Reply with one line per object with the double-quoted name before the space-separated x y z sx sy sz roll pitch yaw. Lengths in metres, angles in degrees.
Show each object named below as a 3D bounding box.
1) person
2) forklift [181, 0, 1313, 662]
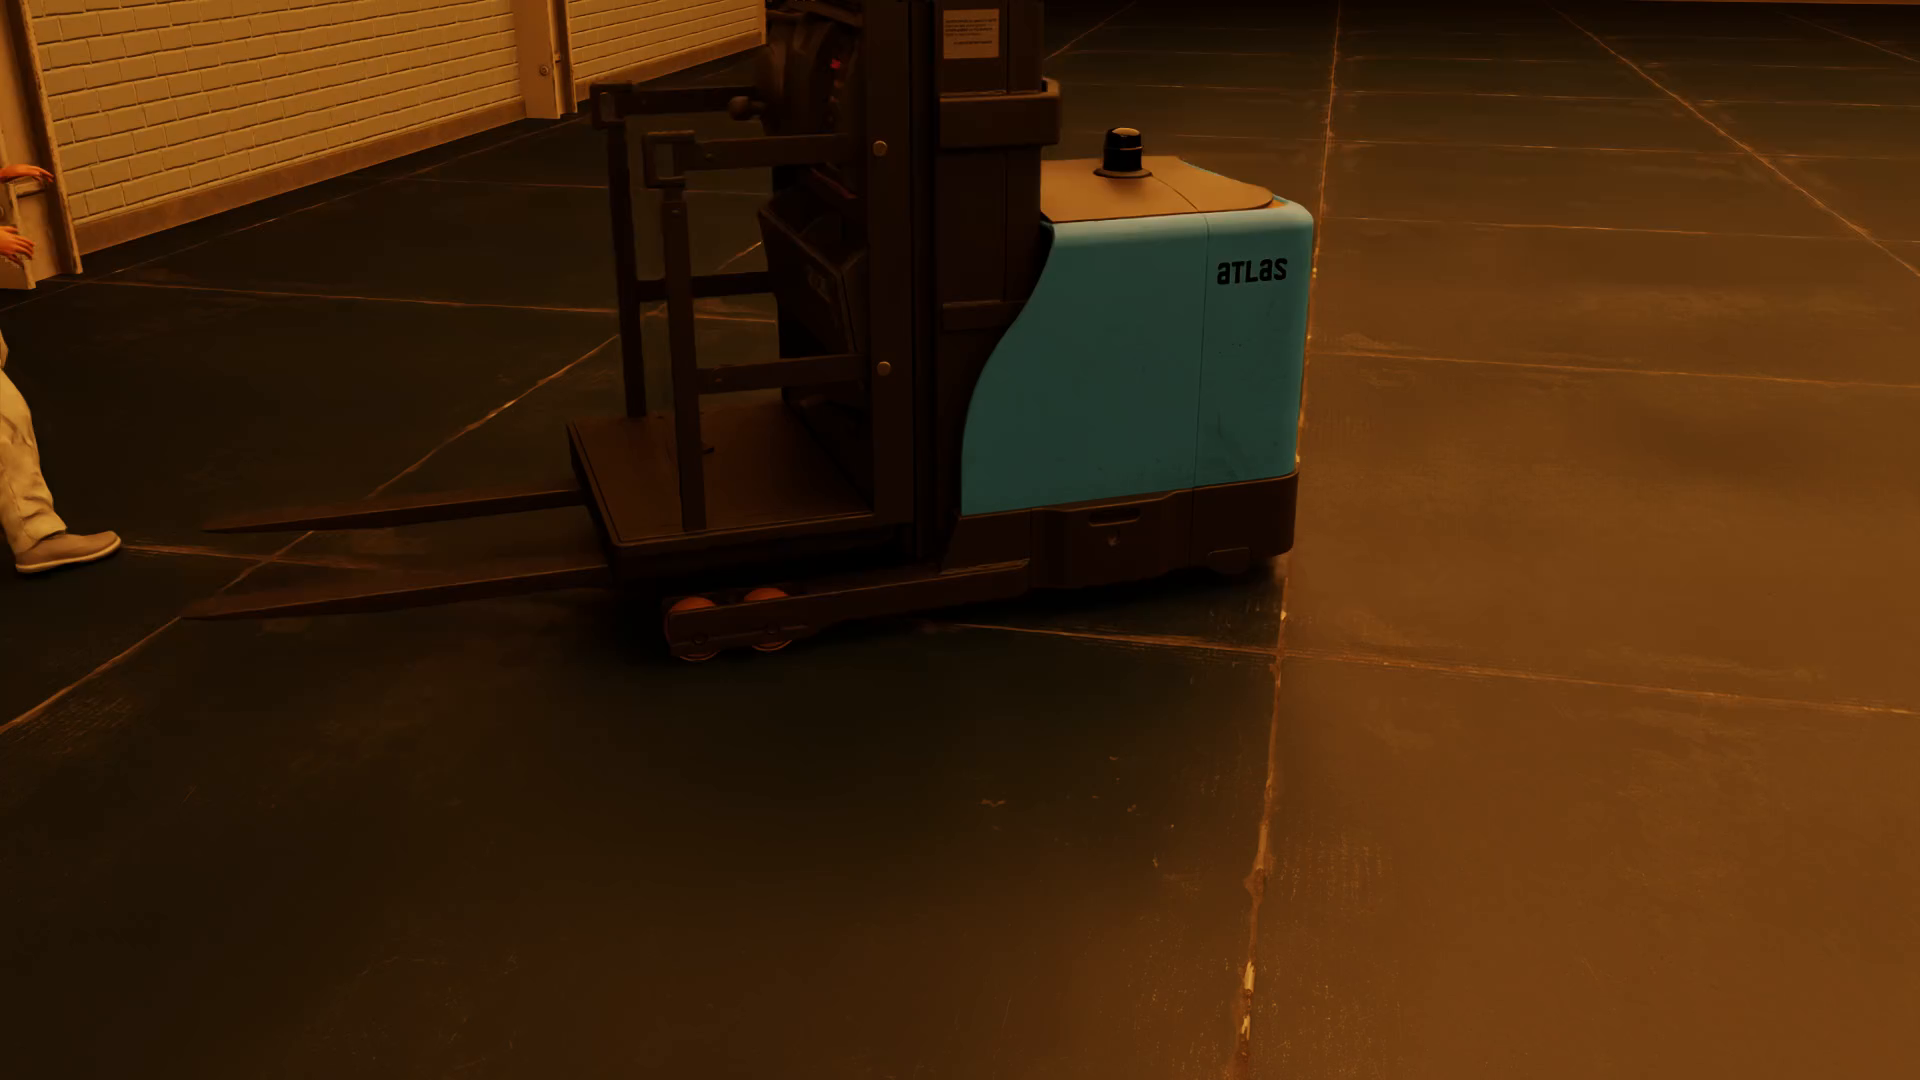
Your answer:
"person" -3.081 -0.764 5.093 0.692 1.452 1.284 -10 24 -23
"forklift" -0.588 -1.261 4.360 3.031 2.935 1.130 -7 23 -17
